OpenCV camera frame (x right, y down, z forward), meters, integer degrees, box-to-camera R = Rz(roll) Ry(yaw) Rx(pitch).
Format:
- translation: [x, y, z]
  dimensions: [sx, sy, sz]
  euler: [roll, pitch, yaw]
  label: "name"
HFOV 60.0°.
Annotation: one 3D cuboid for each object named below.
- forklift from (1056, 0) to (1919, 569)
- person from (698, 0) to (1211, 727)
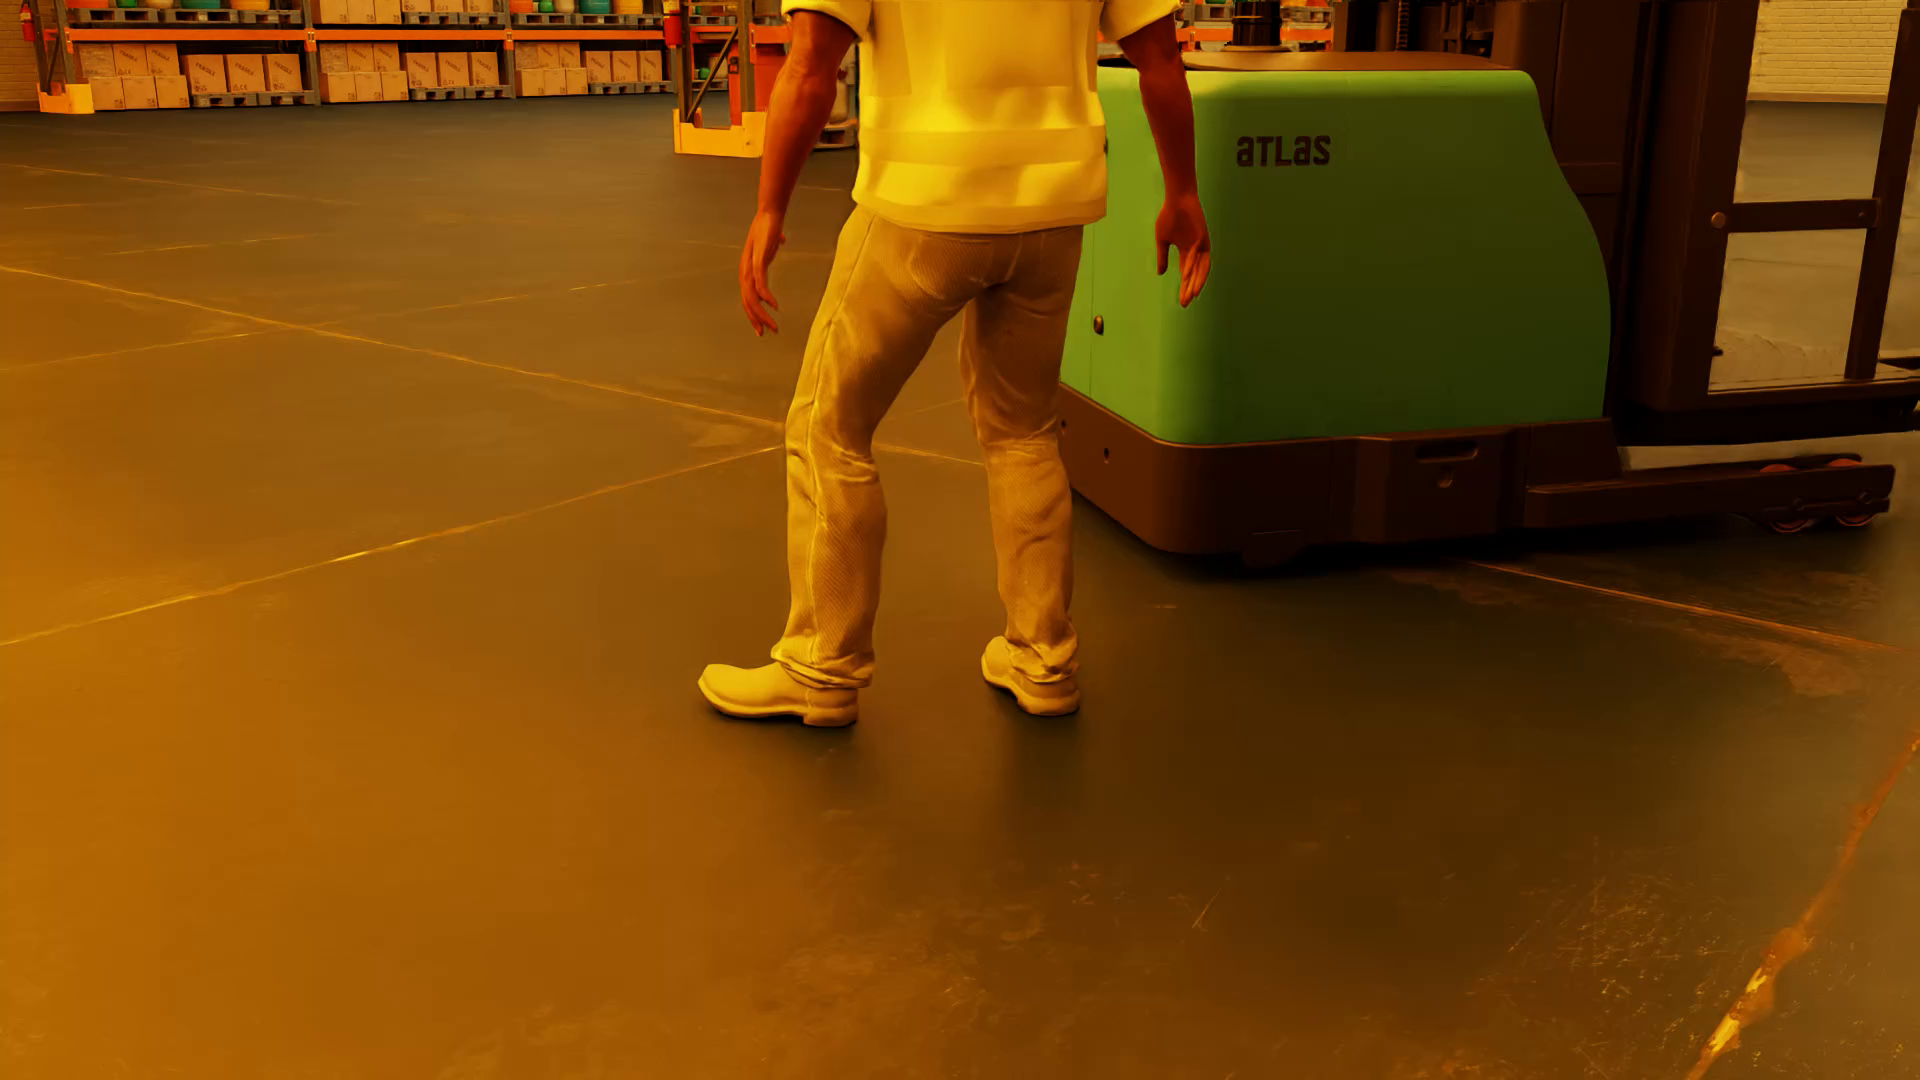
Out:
- translation: [1.758, -1.560, 4.035]
  dimensions: [3.031, 2.935, 1.130]
  euler: [-5, 18, -15]
  label: "forklift"
- translation: [-0.016, -0.556, 2.798]
  dimensions: [0.875, 1.733, 0.449]
  euler: [-8, 19, -25]
  label: "person"
